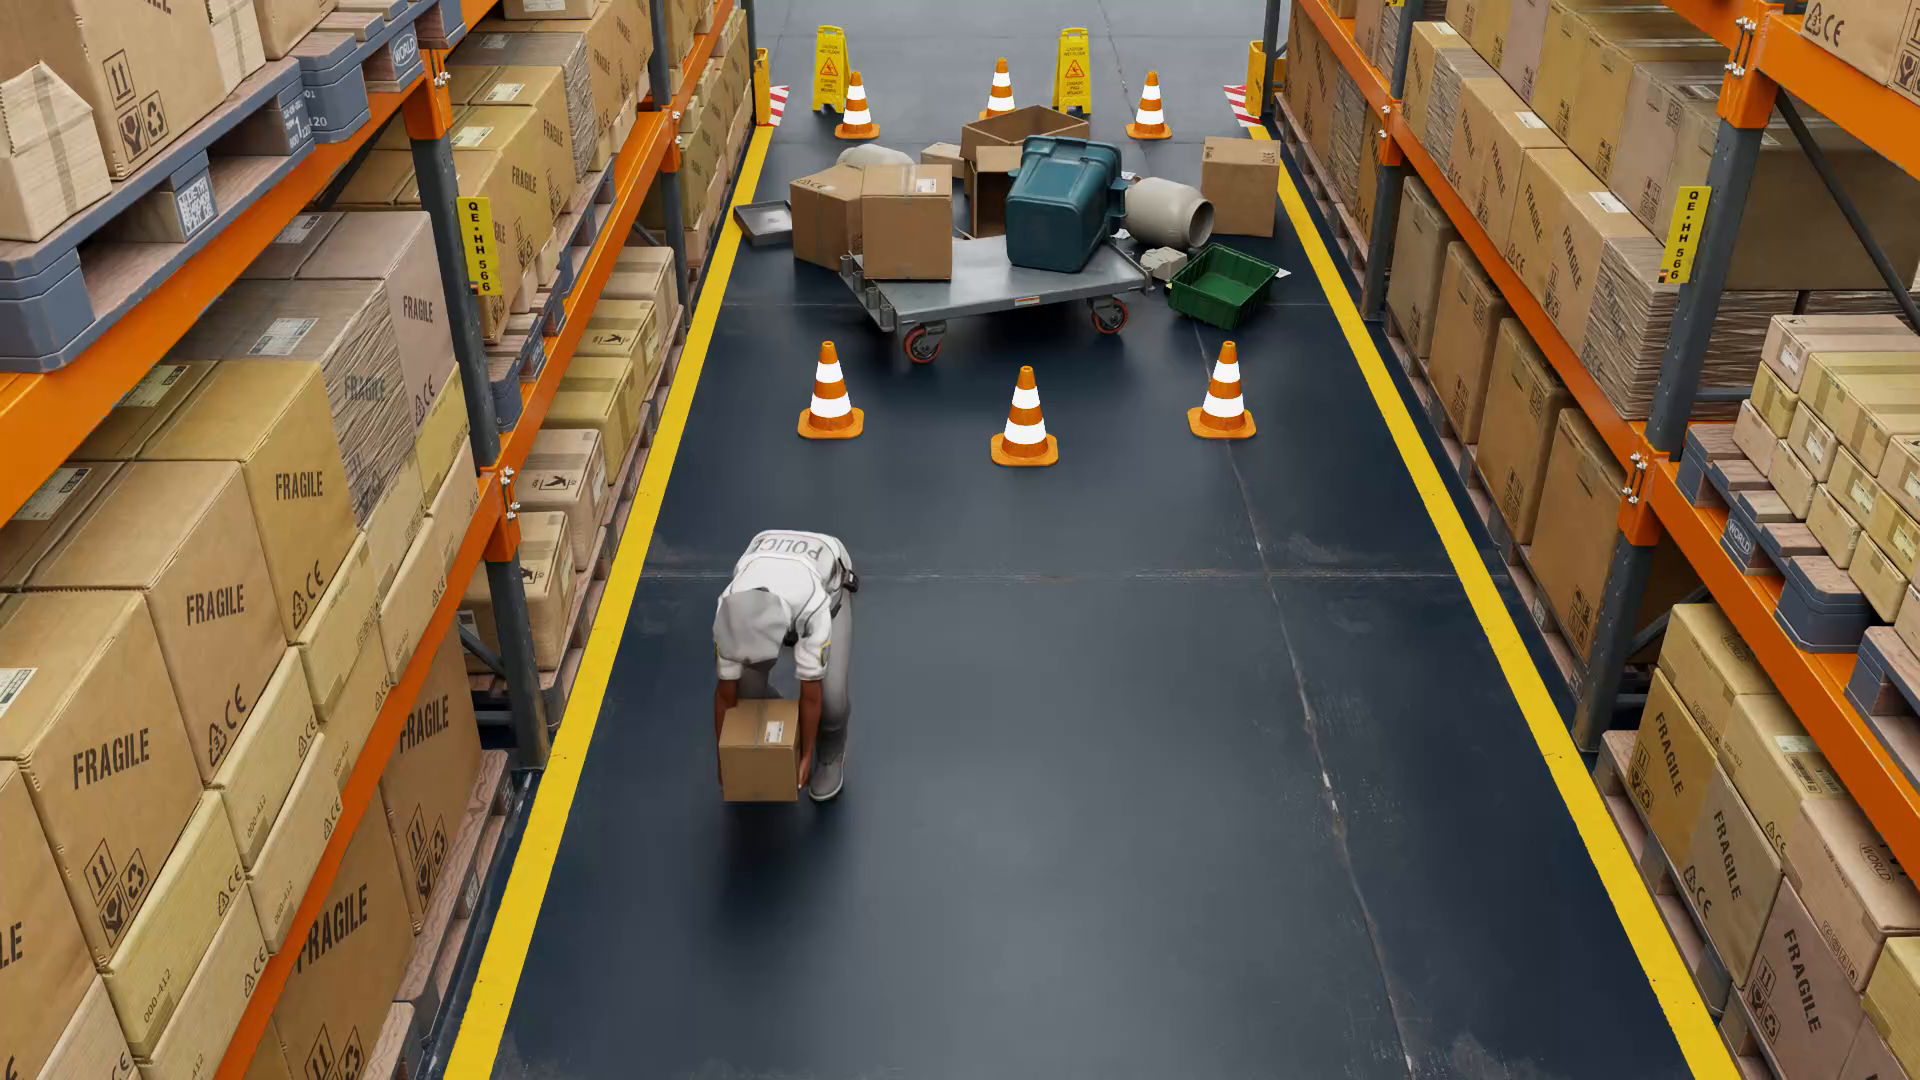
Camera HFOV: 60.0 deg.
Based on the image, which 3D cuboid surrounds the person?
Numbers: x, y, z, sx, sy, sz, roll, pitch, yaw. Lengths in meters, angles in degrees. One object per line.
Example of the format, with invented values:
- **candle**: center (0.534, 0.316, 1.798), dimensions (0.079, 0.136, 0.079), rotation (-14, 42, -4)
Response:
- **person**: center (-0.626, 0.486, 5.873), dimensions (0.440, 1.117, 0.930), rotation (5, 32, 8)
